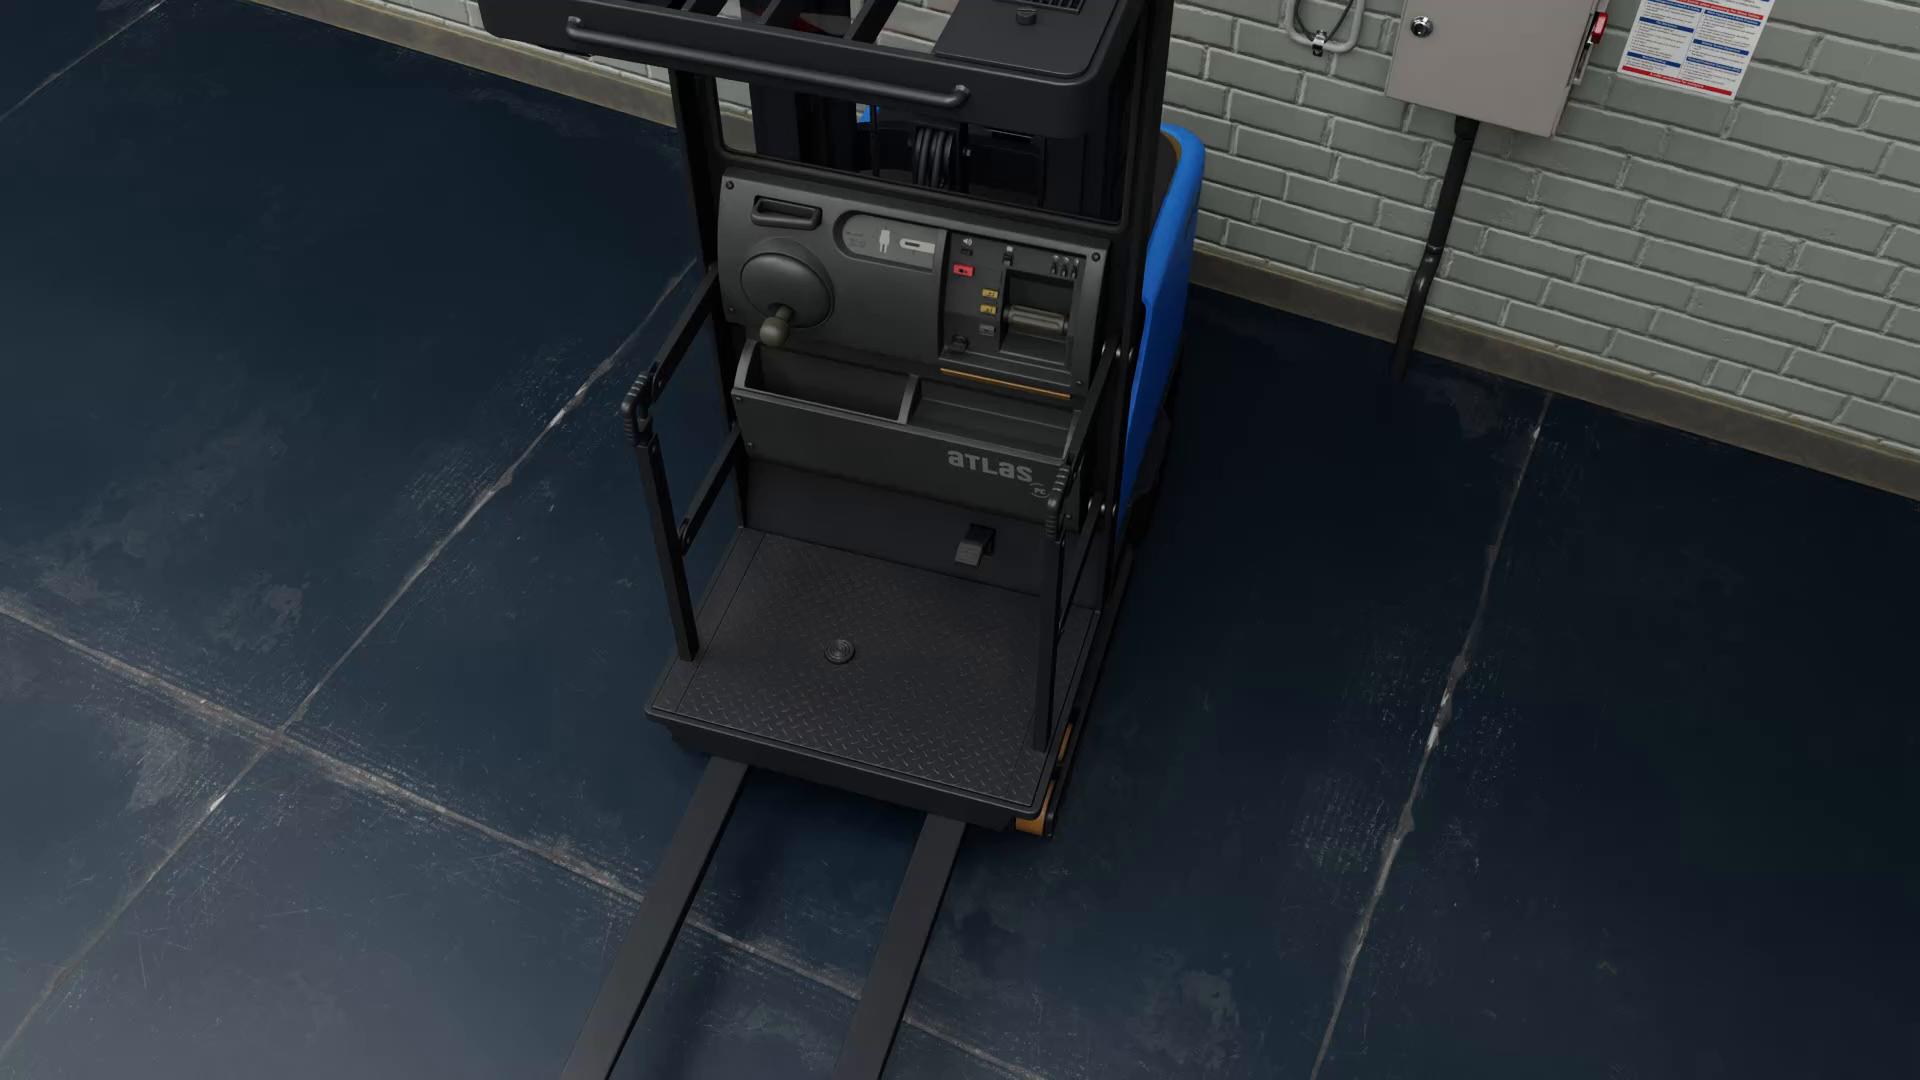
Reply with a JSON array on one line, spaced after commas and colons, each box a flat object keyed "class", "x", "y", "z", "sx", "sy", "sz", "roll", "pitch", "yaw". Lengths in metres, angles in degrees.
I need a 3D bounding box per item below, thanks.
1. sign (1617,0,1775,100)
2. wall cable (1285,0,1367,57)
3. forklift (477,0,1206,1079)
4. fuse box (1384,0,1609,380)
[{"class": "sign", "x": 2.052, "y": -1.465, "z": 4.589, "sx": 0.329, "sy": 0.494, "sz": 0.001, "roll": 20, "pitch": 52, "yaw": 16}, {"class": "wall cable", "x": 0.967, "y": -2.173, "z": 4.463, "sx": 0.588, "sy": 1.984, "sz": 0.122, "roll": 20, "pitch": 52, "yaw": 16}, {"class": "forklift", "x": -0.184, "y": -0.491, "z": 3.744, "sx": 1.130, "sy": 2.935, "sz": 3.031, "roll": 13, "pitch": 51, "yaw": 11}, {"class": "fuse box", "x": 1.517, "y": -1.096, "z": 5.059, "sx": 0.539, "sy": 1.711, "sz": 0.414, "roll": 20, "pitch": 52, "yaw": 16}]
